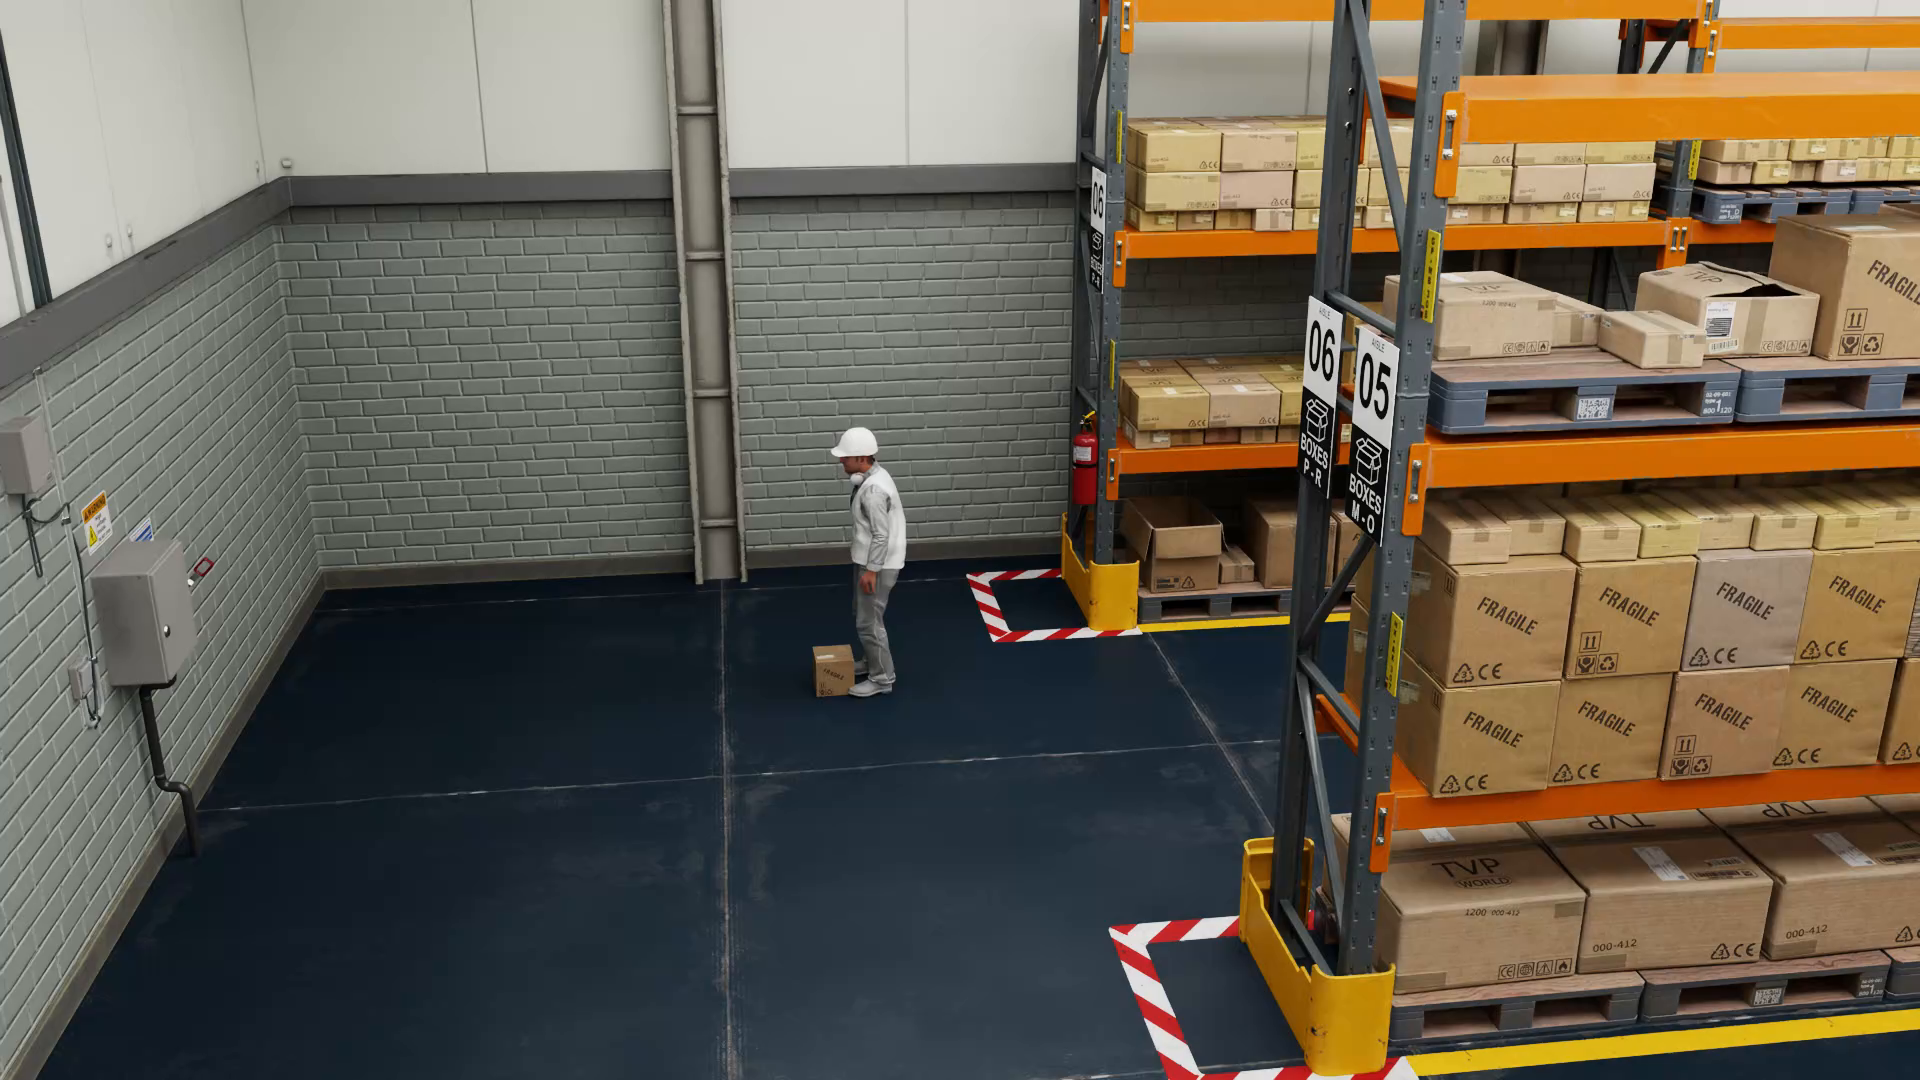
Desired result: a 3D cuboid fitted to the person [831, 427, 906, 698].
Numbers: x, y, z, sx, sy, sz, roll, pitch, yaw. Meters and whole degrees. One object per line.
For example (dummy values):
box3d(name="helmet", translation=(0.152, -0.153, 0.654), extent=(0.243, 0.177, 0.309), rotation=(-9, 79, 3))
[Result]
box3d(name="person", translation=(-0.579, 0.127, 10.687), extent=(0.465, 1.768, 0.582), rotation=(-3, 20, -8))
